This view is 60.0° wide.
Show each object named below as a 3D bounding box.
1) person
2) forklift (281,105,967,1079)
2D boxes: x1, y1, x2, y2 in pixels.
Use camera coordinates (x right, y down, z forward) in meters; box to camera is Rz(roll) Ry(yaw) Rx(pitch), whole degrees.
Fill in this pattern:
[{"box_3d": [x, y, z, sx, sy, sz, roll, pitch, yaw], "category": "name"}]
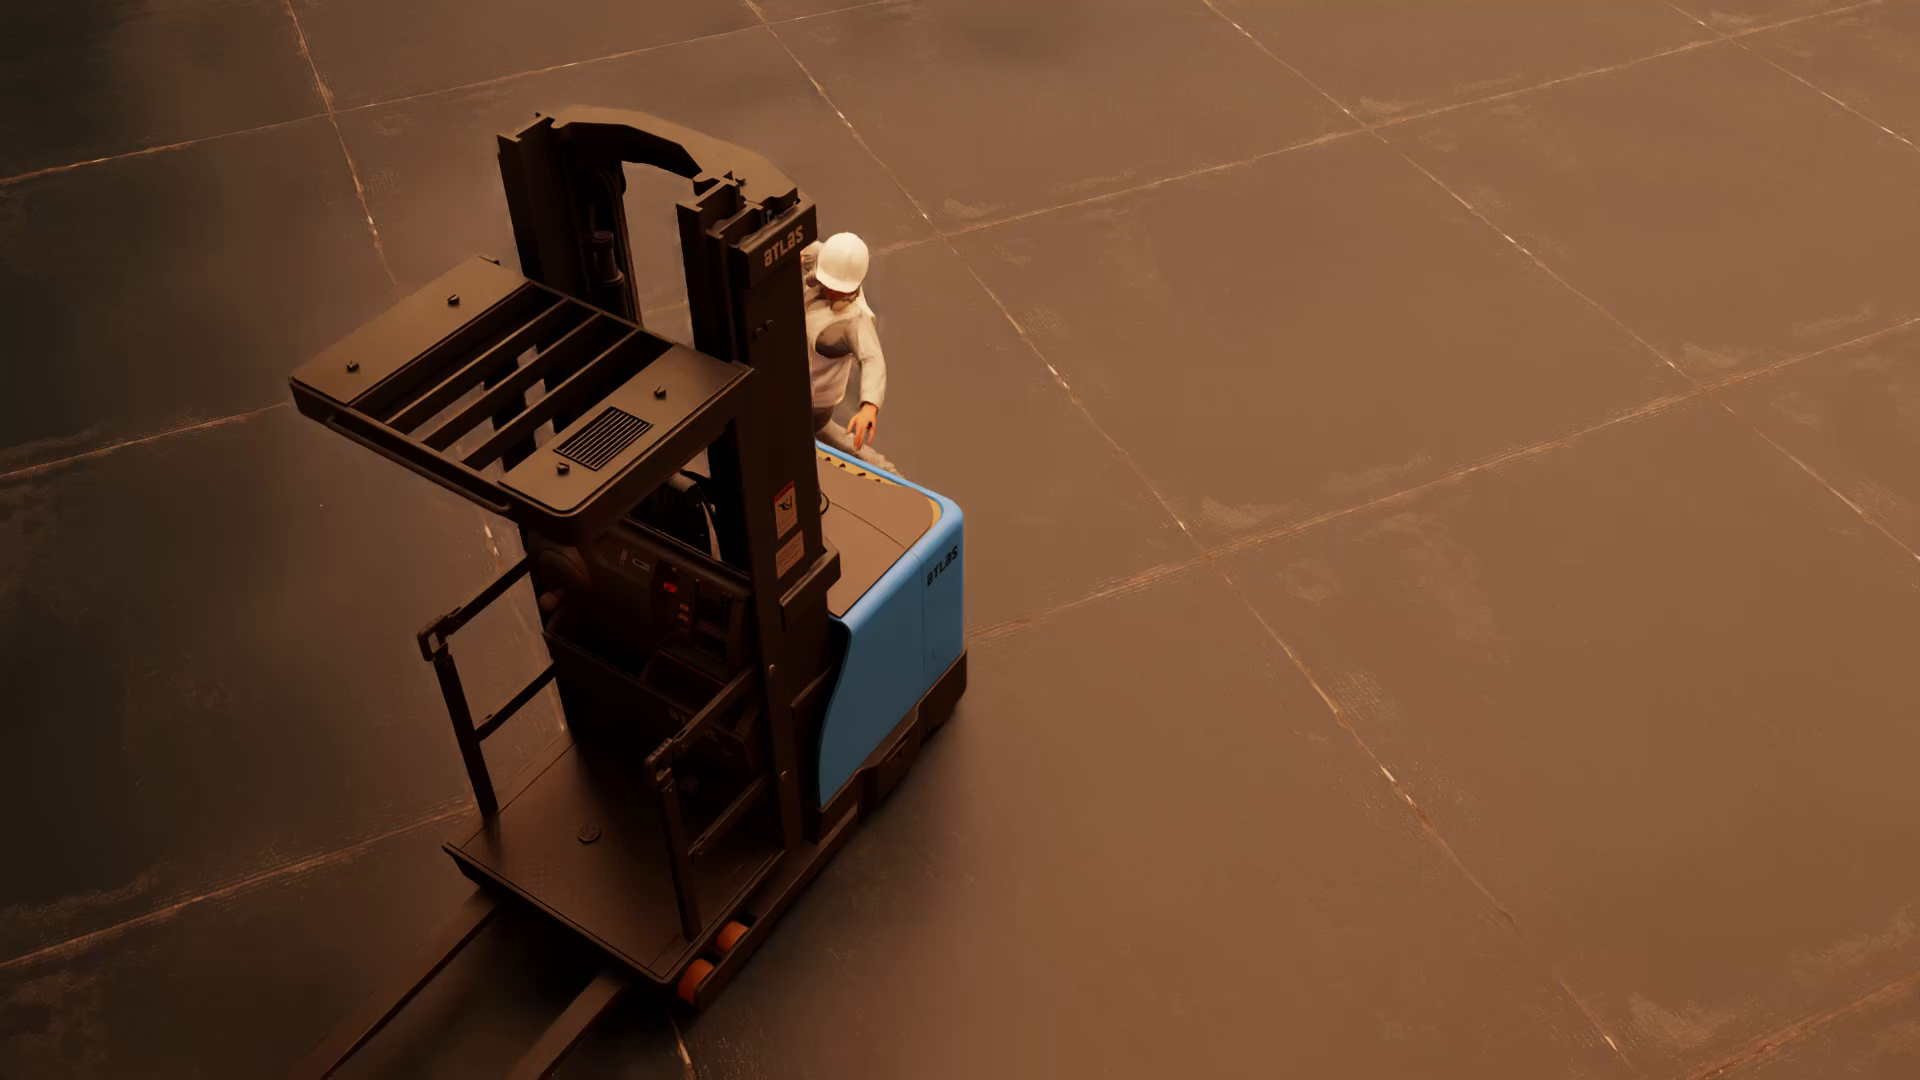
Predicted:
[{"box_3d": [-0.746, -0.627, 7.432, 0.918, 1.488, 1.012, 3, 43, 3], "category": "person"}, {"box_3d": [-1.201, 0.237, 5.426, 1.130, 2.935, 3.031, 24, 48, 24], "category": "forklift"}]
